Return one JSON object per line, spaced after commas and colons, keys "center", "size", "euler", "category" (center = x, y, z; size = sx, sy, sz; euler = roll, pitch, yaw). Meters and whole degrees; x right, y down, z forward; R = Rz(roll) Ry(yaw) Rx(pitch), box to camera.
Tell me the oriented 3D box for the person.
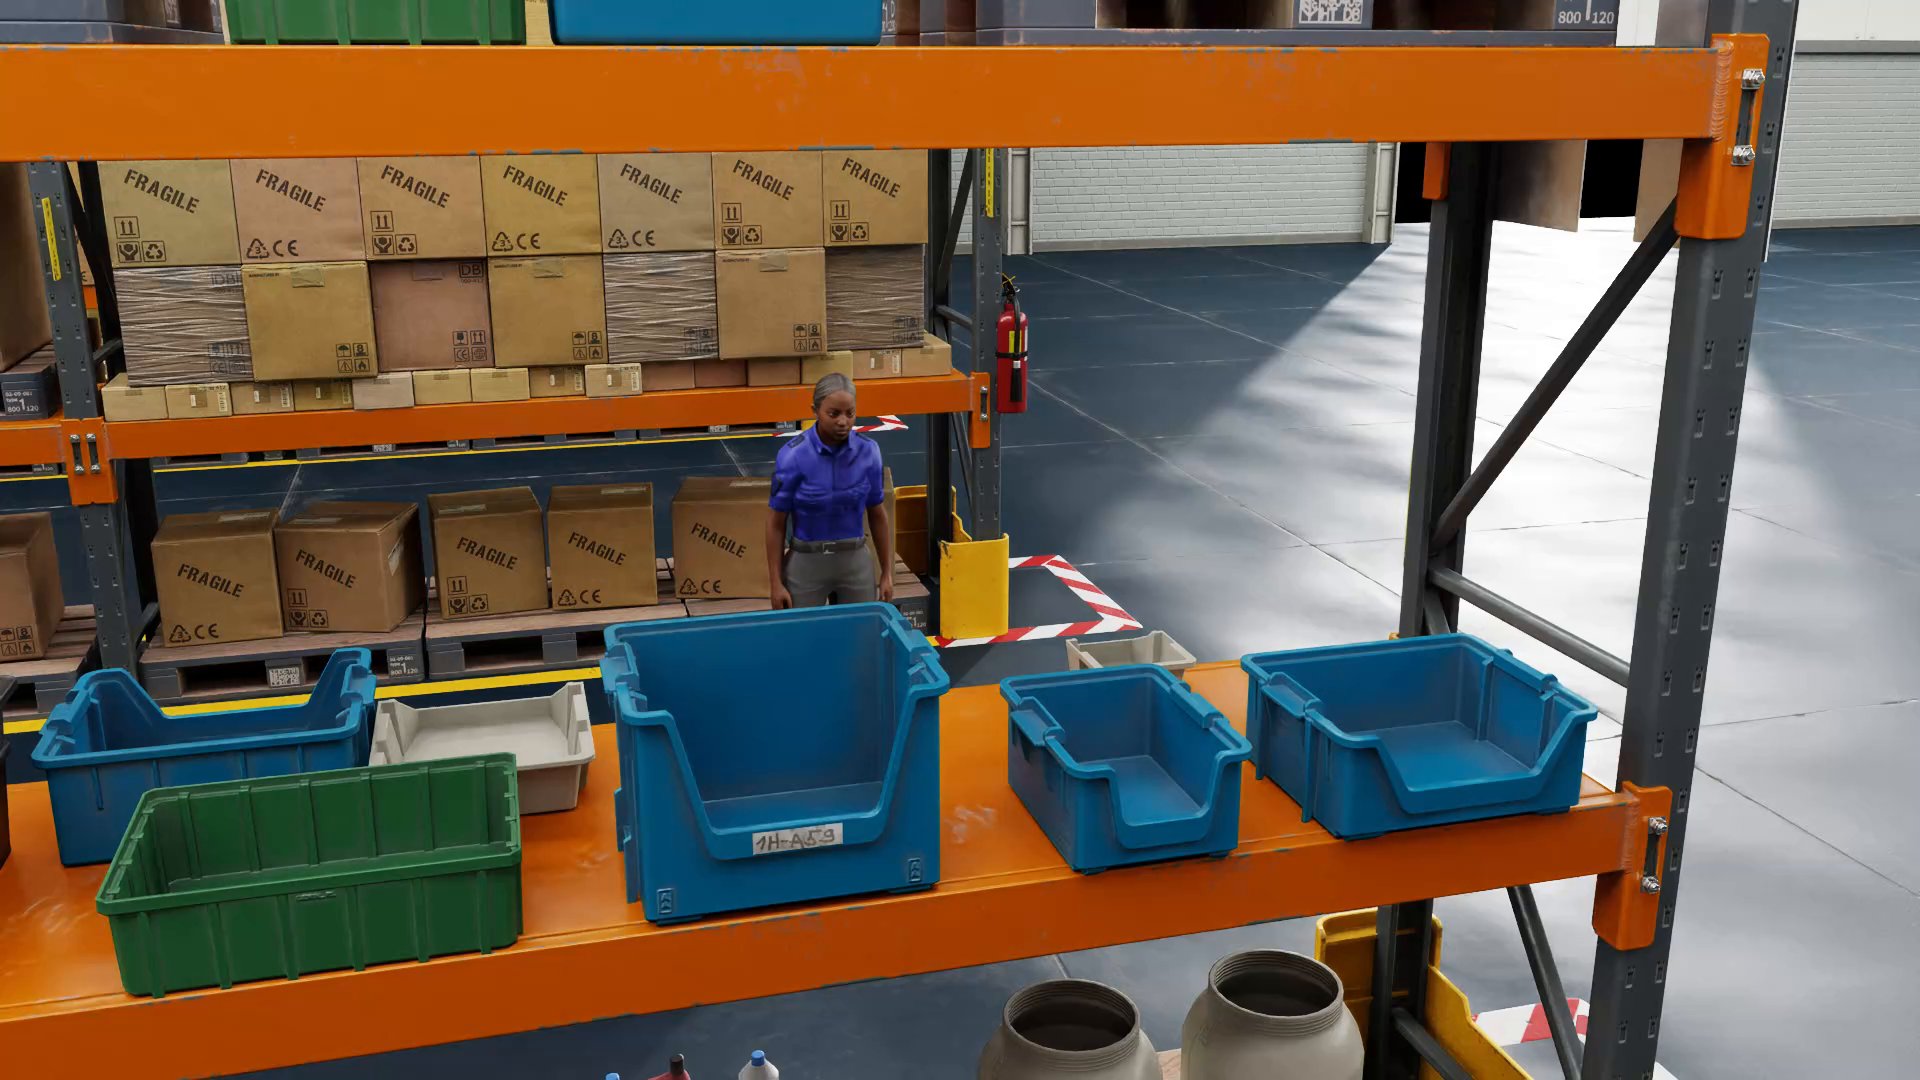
{"center": [-0.519, 0.157, 6.496], "size": [0.532, 1.655, 0.346], "euler": [-5, 17, -18], "category": "person"}
